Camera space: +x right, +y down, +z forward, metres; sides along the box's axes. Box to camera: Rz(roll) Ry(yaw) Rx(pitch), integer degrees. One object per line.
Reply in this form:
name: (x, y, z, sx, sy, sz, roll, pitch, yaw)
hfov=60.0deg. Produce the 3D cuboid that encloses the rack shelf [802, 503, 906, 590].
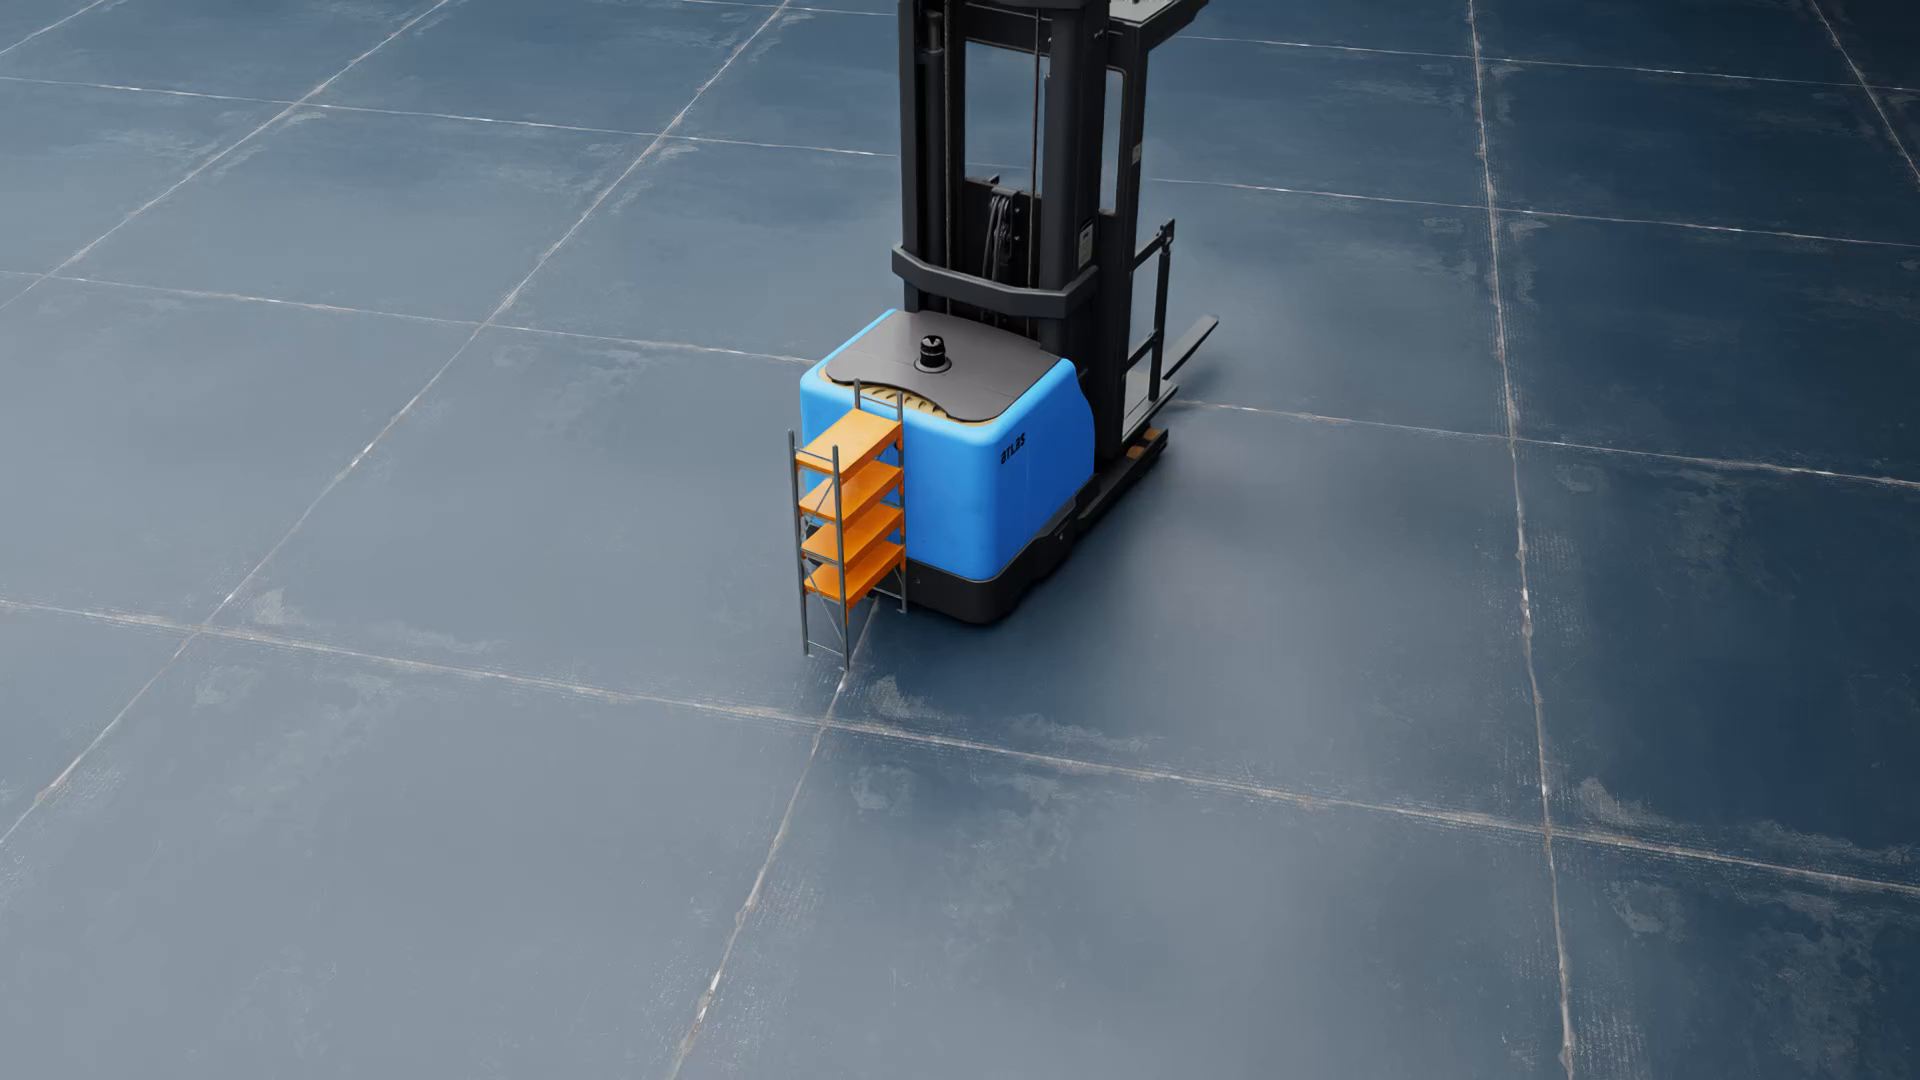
rack shelf: (-0.476, 0.001, 7.341, 0.258, 0.148, 0.480, 19, 40, 24)

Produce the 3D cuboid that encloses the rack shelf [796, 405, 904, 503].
rack shelf: (-0.476, -0.372, 7.071, 0.258, 0.148, 0.480, 19, 40, 24)

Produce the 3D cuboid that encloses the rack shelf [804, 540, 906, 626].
rack shelf: (-0.476, 0.162, 7.457, 0.258, 0.148, 0.480, 19, 40, 24)

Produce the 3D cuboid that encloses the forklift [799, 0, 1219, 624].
forklift: (0.448, -1.643, 8.019, 1.130, 2.935, 3.031, 19, 40, 24)

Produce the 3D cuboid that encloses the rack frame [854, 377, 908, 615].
rack frame: (-0.351, -0.176, 7.471, 0.240, 1.200, 0.015, 19, 40, 24)

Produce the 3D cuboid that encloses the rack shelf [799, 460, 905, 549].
rack shelf: (-0.476, -0.180, 7.209, 0.258, 0.148, 0.480, 19, 40, 24)

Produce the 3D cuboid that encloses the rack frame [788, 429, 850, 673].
rack frame: (-0.600, 0.070, 7.131, 0.240, 1.200, 0.015, 19, 40, 24)

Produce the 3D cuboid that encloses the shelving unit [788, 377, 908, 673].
shelving unit: (-0.476, -0.053, 7.301, 0.258, 1.200, 0.503, 19, 40, 24)
